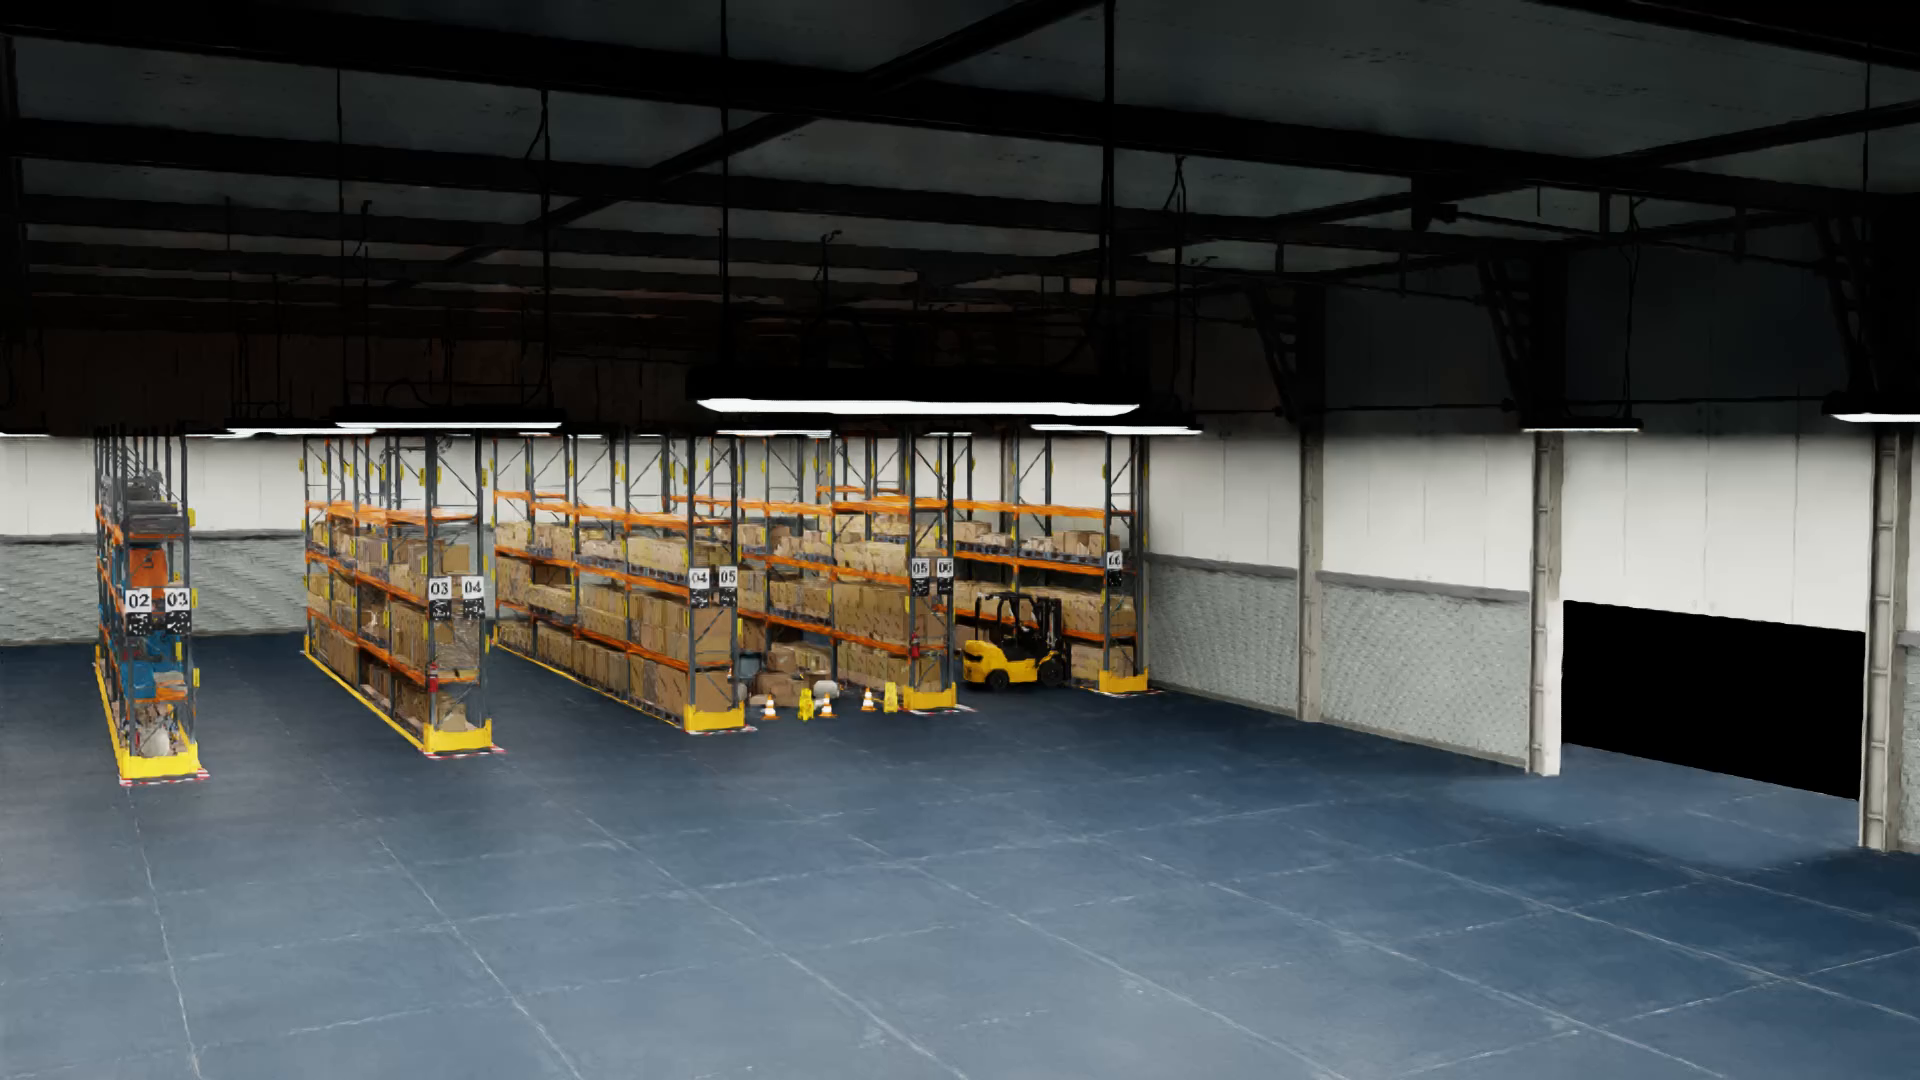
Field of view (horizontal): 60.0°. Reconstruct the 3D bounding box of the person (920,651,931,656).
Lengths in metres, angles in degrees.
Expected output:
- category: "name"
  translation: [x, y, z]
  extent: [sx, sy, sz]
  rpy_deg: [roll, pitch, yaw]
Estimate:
- category: "person"
  translation: [-0.865, 2.439, 39.221]
  extent: [0.577, 1.785, 0.650]
  rpy_deg: [0, 3, 3]
